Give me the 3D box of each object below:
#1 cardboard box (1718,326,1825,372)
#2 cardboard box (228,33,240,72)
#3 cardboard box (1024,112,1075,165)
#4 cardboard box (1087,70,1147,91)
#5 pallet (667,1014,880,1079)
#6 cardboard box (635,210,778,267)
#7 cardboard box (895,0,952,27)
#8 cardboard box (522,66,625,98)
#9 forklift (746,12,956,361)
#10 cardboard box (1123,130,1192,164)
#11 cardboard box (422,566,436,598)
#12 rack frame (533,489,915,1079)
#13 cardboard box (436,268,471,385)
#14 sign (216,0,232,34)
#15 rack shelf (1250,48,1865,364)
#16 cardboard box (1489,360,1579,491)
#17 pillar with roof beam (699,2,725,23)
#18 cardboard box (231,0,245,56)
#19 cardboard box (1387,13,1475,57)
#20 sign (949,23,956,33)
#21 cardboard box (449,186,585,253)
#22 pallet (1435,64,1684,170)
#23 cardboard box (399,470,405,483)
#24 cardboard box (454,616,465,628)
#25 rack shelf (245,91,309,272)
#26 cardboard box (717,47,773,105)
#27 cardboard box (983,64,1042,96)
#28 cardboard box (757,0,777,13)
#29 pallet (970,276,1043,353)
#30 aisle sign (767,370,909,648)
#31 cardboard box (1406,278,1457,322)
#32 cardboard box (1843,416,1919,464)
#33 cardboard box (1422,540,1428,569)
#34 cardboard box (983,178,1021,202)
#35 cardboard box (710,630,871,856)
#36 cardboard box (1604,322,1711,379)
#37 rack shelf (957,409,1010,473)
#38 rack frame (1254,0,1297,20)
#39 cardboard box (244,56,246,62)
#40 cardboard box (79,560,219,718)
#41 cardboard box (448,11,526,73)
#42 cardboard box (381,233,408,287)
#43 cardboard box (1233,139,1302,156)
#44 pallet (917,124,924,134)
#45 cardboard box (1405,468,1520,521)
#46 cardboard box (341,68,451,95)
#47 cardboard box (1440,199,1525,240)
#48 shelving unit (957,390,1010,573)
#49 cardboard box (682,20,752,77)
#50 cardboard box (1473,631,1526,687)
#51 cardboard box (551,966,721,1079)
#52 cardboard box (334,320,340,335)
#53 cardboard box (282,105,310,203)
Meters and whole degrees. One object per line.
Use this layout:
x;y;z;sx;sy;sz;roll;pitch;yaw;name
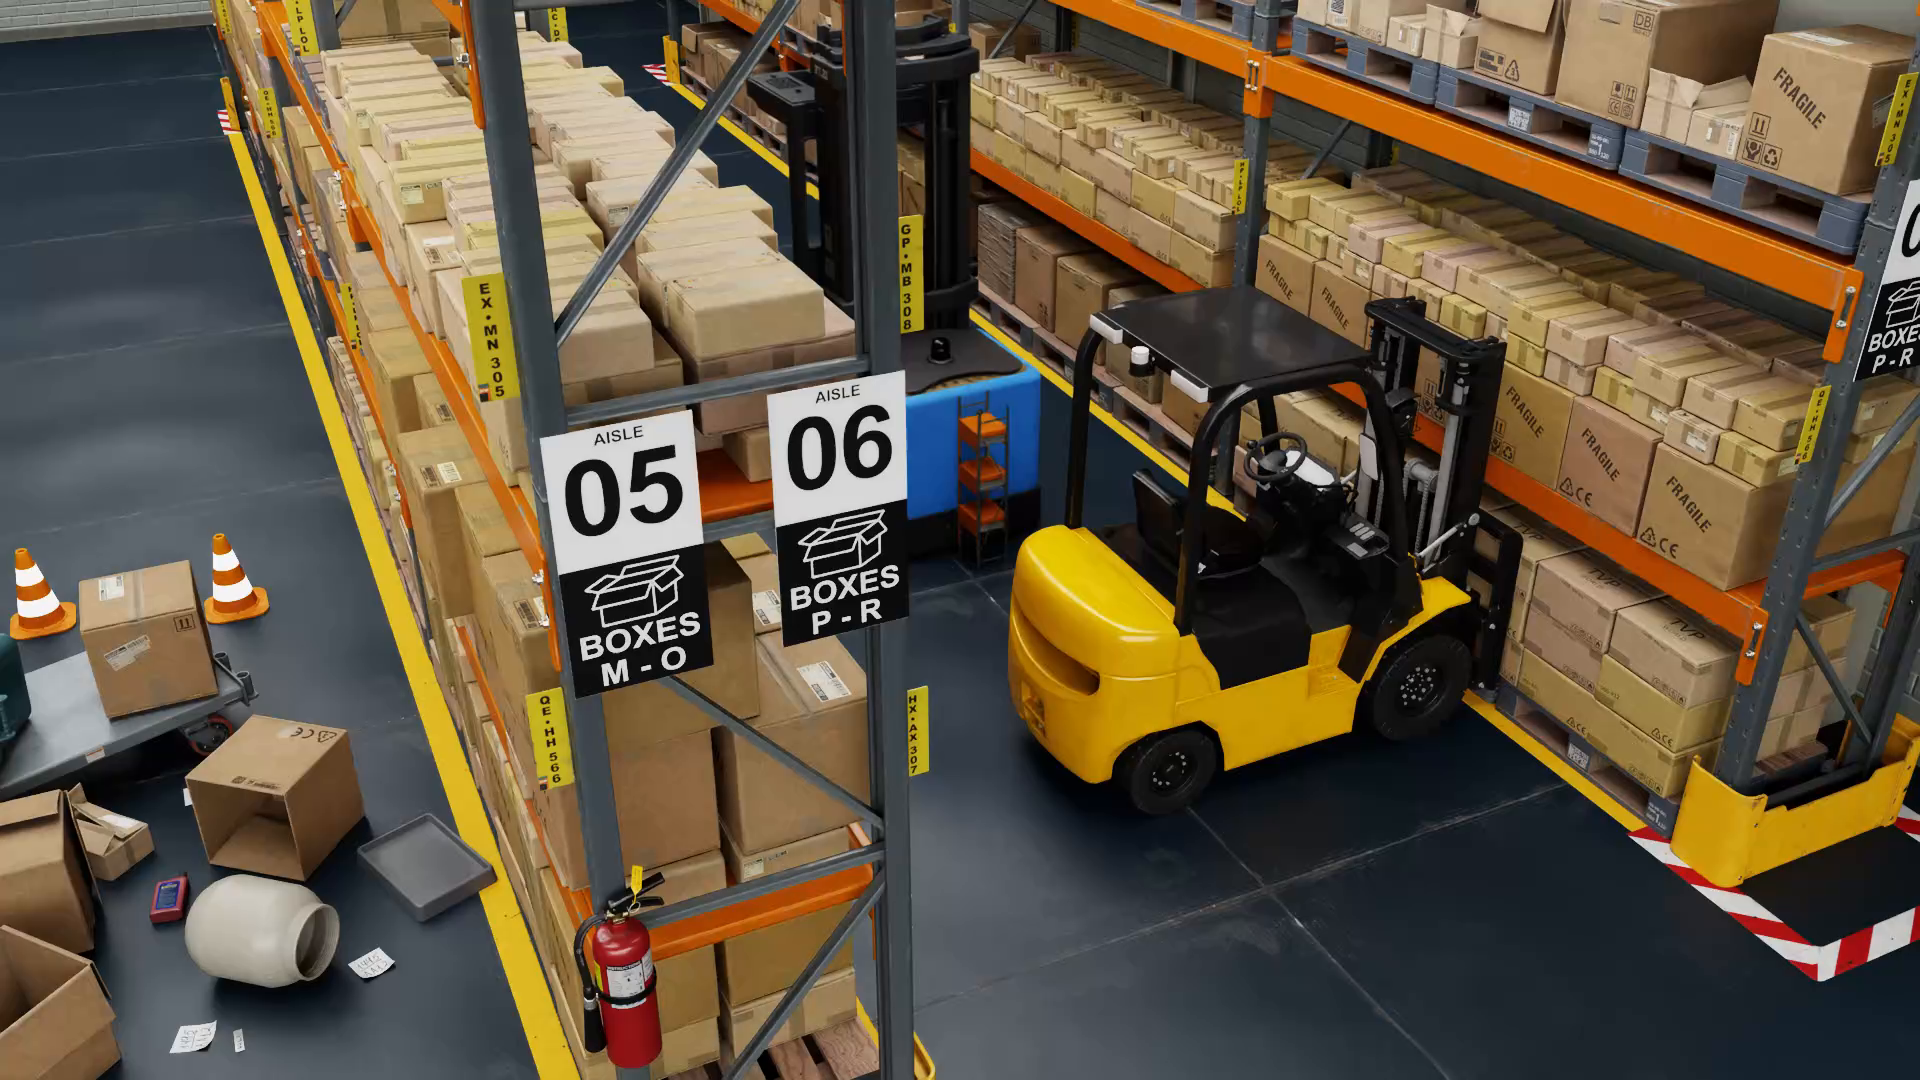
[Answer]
3.687;-0.835;7.576;0.380;0.149;0.250;-12;32;-21;cardboard box
-6.442;-4.627;15.306;0.500;0.500;0.500;-14;32;-23;cardboard box
0.804;-2.932;12.028;0.500;0.250;0.500;-14;32;-23;cardboard box
1.172;-3.396;12.446;0.380;0.149;0.250;-14;32;-23;cardboard box
-0.984;1.911;6.599;1.003;0.211;1.213;-13;32;-22;pallet
-0.778;-0.883;5.106;0.380;0.149;0.250;-13;32;-22;cardboard box
-0.456;-4.394;14.457;0.797;0.503;0.637;-14;32;-23;cardboard box
-1.577;-1.805;6.750;0.380;0.149;0.250;-12;31;-21;cardboard box
-0.628;-1.871;10.564;1.121;2.935;3.031;-14;32;-24;forklift
1.309;-2.594;11.016;0.380;0.149;0.250;-14;32;-23;cardboard box
-2.343;0.119;7.896;0.380;0.149;0.250;-13;32;-21;cardboard box
-0.635;1.094;5.204;1.000;3.000;0.127;-13;32;-22;rack frame
-1.301;-0.673;5.139;0.500;0.250;0.500;-14;32;-23;cardboard box
-6.287;-4.501;14.217;0.100;0.325;0.005;-13;32;-22;sign
2.988;-1.828;8.084;1.077;0.370;4.000;-13;32;-22;rack shelf
2.963;-0.613;8.147;0.500;0.500;0.500;-14;32;-23;cardboard box
-7.254;-10.110;19.052;9.100;9.000;0.400;-13;32;-22;pillar with roof beam
-5.614;-4.213;13.544;0.500;0.500;0.500;-13;32;-22;cardboard box
2.378;-2.541;8.345;0.380;0.149;0.250;-12;31;-21;cardboard box
-0.074;-3.836;12.894;0.100;0.325;0.005;-13;32;-22;sign
-1.410;-1.003;5.319;0.380;0.149;0.250;-13;32;-22;cardboard box
3.039;-2.077;7.883;1.003;0.211;1.213;-13;32;-22;pallet
-2.415;-0.593;7.807;0.500;0.500;0.500;-13;32;-22;cardboard box
-1.966;0.211;7.037;0.380;0.149;0.250;-13;32;-22;cardboard box
-4.928;-3.009;13.258;1.077;0.370;4.000;-13;32;-22;rack shelf
-0.387;-4.293;14.219;0.818;3.161;9.788;-14;32;-24;cardboard box
0.399;-3.490;12.614;0.380;0.149;0.250;-12;32;-21;cardboard box
-1.744;-5.488;16.793;0.500;0.250;0.500;-12;32;-21;cardboard box
0.730;-1.895;13.387;1.003;0.211;1.213;-13;32;-22;pallet
-0.328;-0.077;4.636;0.394;0.787;0.004;-13;32;-22;aisle sign
2.552;-1.275;8.665;0.380;0.149;0.250;-14;32;-24;cardboard box
3.935;-0.480;7.247;0.380;0.149;0.250;-14;32;-23;cardboard box
2.697;0.030;8.973;0.500;0.250;0.500;-13;32;-22;cardboard box
0.484;-2.821;14.314;0.500;0.500;0.500;-12;31;-20;cardboard box
-0.588;0.654;5.584;0.500;0.500;0.500;-14;32;-23;cardboard box
3.192;-0.858;7.616;0.380;0.149;0.250;-13;32;-22;cardboard box
0.134;-0.575;9.616;0.215;0.259;0.240;-14;32;-24;rack shelf
2.129;-4.333;8.750;1.000;3.000;0.127;-13;32;-22;rack frame
-5.603;-3.881;13.720;0.500;0.250;0.500;-13;32;-21;cardboard box
-3.947;0.474;8.091;0.500;0.500;0.500;-13;32;-22;cardboard box
-2.241;-2.441;8.166;0.500;0.250;0.500;-14;32;-23;cardboard box
-1.966;-1.094;6.297;0.380;0.149;0.250;-14;32;-23;cardboard box
1.998;-2.483;10.819;0.380;0.149;0.250;-13;32;-22;cardboard box
0.058;-3.684;13.923;1.213;0.211;1.003;-13;32;-22;pallet
2.706;-0.178;8.833;0.500;0.250;0.500;-14;32;-23;cardboard box
-2.269;-1.784;6.713;0.380;0.149;0.250;-14;32;-24;cardboard box
2.899;-1.764;9.232;0.380;0.149;0.250;-14;32;-23;cardboard box
0.134;-0.336;9.749;0.215;1.050;0.252;-14;32;-24;shelving unit
-2.845;-5.822;19.661;0.797;0.503;0.637;-14;32;-24;cardboard box
2.948;0.481;8.680;0.500;0.250;0.500;-13;32;-21;cardboard box
-1.235;1.799;6.329;0.500;0.250;0.500;-13;32;-22;cardboard box
-4.291;-2.019;12.499;0.875;0.875;0.875;-13;32;-22;cardboard box
-4.085;-2.549;10.865;0.500;0.500;0.500;-14;32;-23;cardboard box
